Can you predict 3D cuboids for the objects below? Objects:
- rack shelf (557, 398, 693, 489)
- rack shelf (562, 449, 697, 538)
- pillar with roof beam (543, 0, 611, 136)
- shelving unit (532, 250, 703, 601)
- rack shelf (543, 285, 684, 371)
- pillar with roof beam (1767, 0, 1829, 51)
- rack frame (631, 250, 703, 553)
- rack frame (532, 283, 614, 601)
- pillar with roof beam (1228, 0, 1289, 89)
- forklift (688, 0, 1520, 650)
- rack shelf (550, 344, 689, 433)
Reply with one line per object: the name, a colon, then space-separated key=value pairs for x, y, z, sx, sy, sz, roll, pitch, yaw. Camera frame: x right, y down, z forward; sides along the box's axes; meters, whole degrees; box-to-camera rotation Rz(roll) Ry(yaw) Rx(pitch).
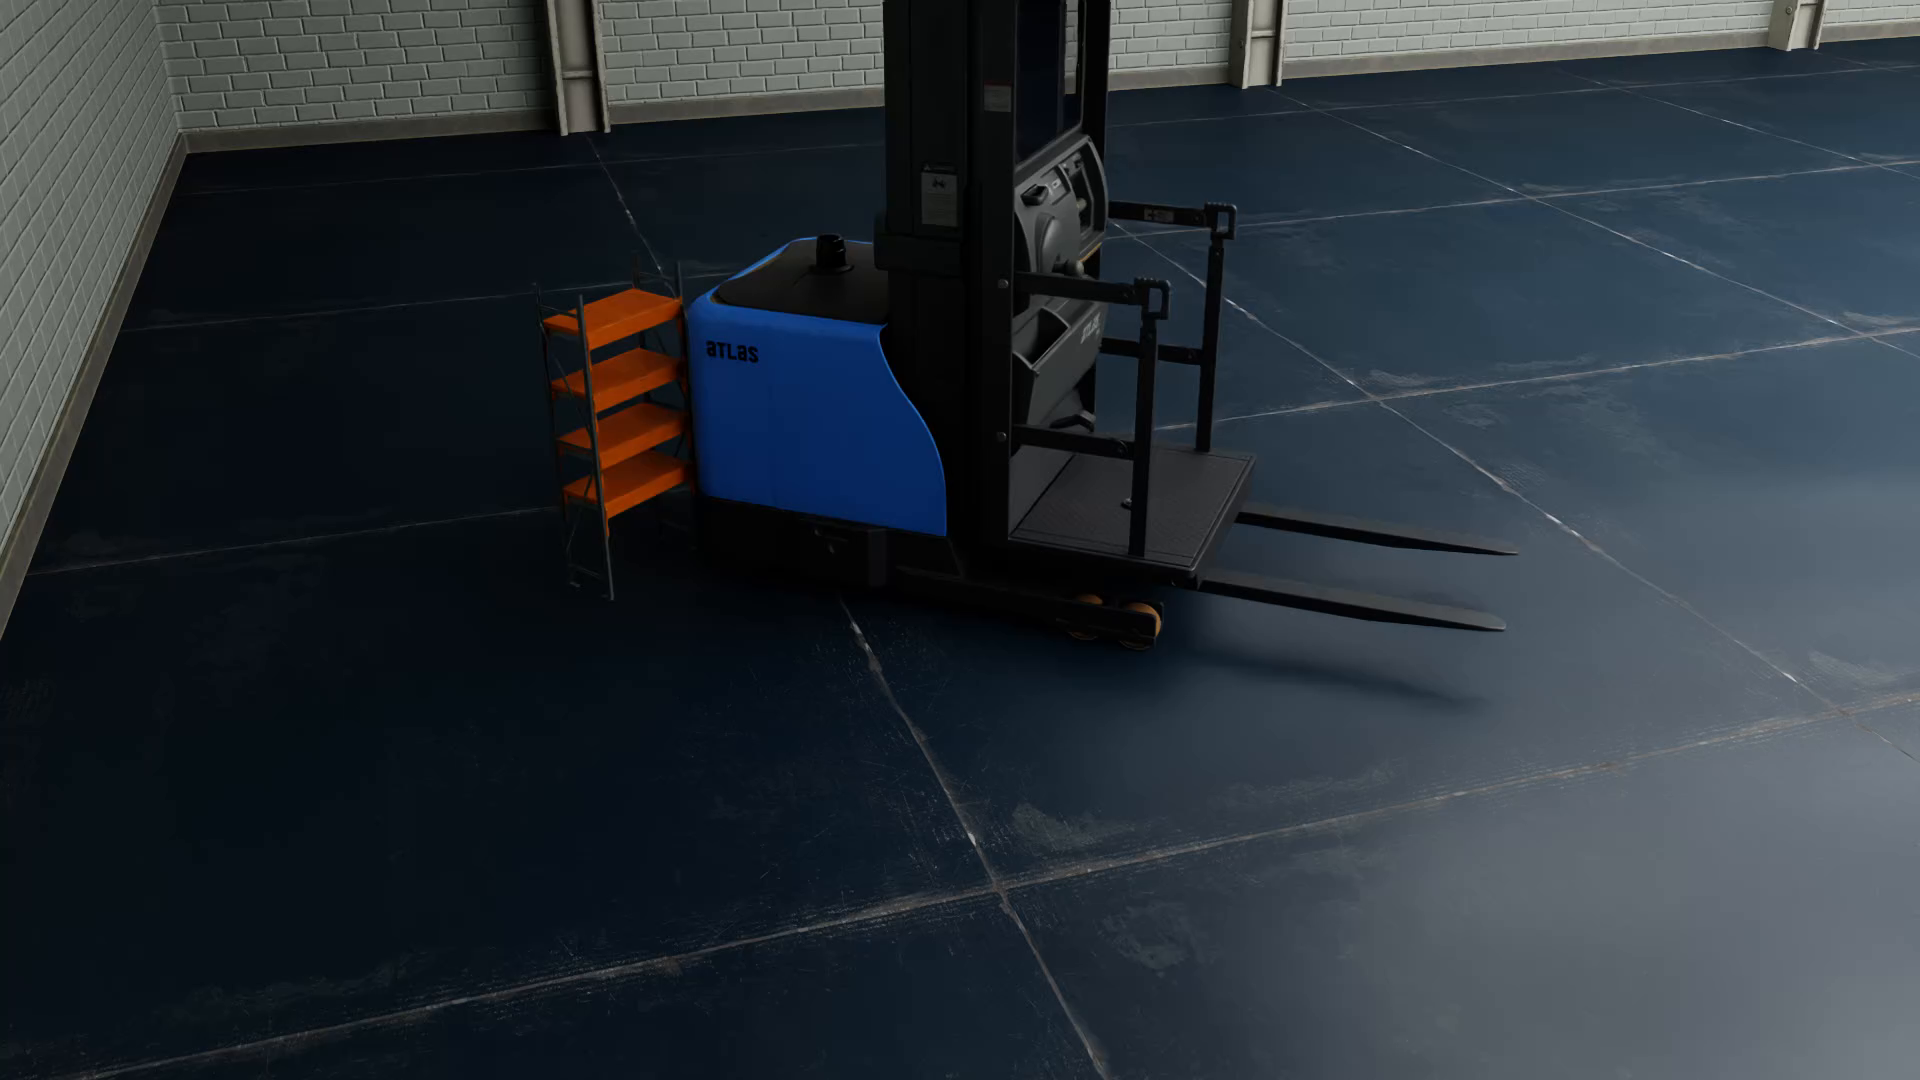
rack shelf: x=-1.272 y=-0.369 z=6.295 sx=0.258 sy=0.148 sz=0.480 roll=17 pitch=31 yaw=31
rack shelf: x=-1.272 y=-0.191 z=6.384 sx=0.258 sy=0.148 sz=0.480 roll=17 pitch=31 yaw=31
pillar with roof beam: x=-1.705 y=-5.521 z=7.751 sx=0.400 sy=9.000 sz=9.100 roll=-8 pitch=28 yaw=-16
shelving unit: x=-1.272 y=-0.429 z=6.266 sx=0.258 sy=1.200 sz=0.503 roll=17 pitch=31 yaw=31
rack shelf: x=-1.272 y=-0.781 z=6.091 sx=0.258 sy=0.148 sz=0.480 roll=17 pitch=31 yaw=31
pillar with roof beam: x=9.705 y=-7.173 z=11.079 sx=0.400 sy=9.000 sz=9.100 roll=-8 pitch=28 yaw=-16
rack frame: x=-1.133 y=-0.518 z=6.445 sx=0.240 sy=1.200 sz=0.015 roll=17 pitch=31 yaw=31
rack frame: x=-1.412 y=-0.340 z=6.086 sx=0.240 sy=1.200 sz=0.015 roll=17 pitch=31 yaw=31
pillar with roof beam: x=4.000 y=-6.347 z=9.415 sx=0.400 sy=9.000 sz=9.100 roll=-8 pitch=28 yaw=-16
forklift: x=0.552 y=-1.187 z=5.844 sx=3.031 sy=2.935 sz=1.130 roll=10 pitch=28 yaw=19
rack shelf: x=-1.272 y=-0.570 z=6.196 sx=0.258 sy=0.148 sz=0.480 roll=17 pitch=31 yaw=31
